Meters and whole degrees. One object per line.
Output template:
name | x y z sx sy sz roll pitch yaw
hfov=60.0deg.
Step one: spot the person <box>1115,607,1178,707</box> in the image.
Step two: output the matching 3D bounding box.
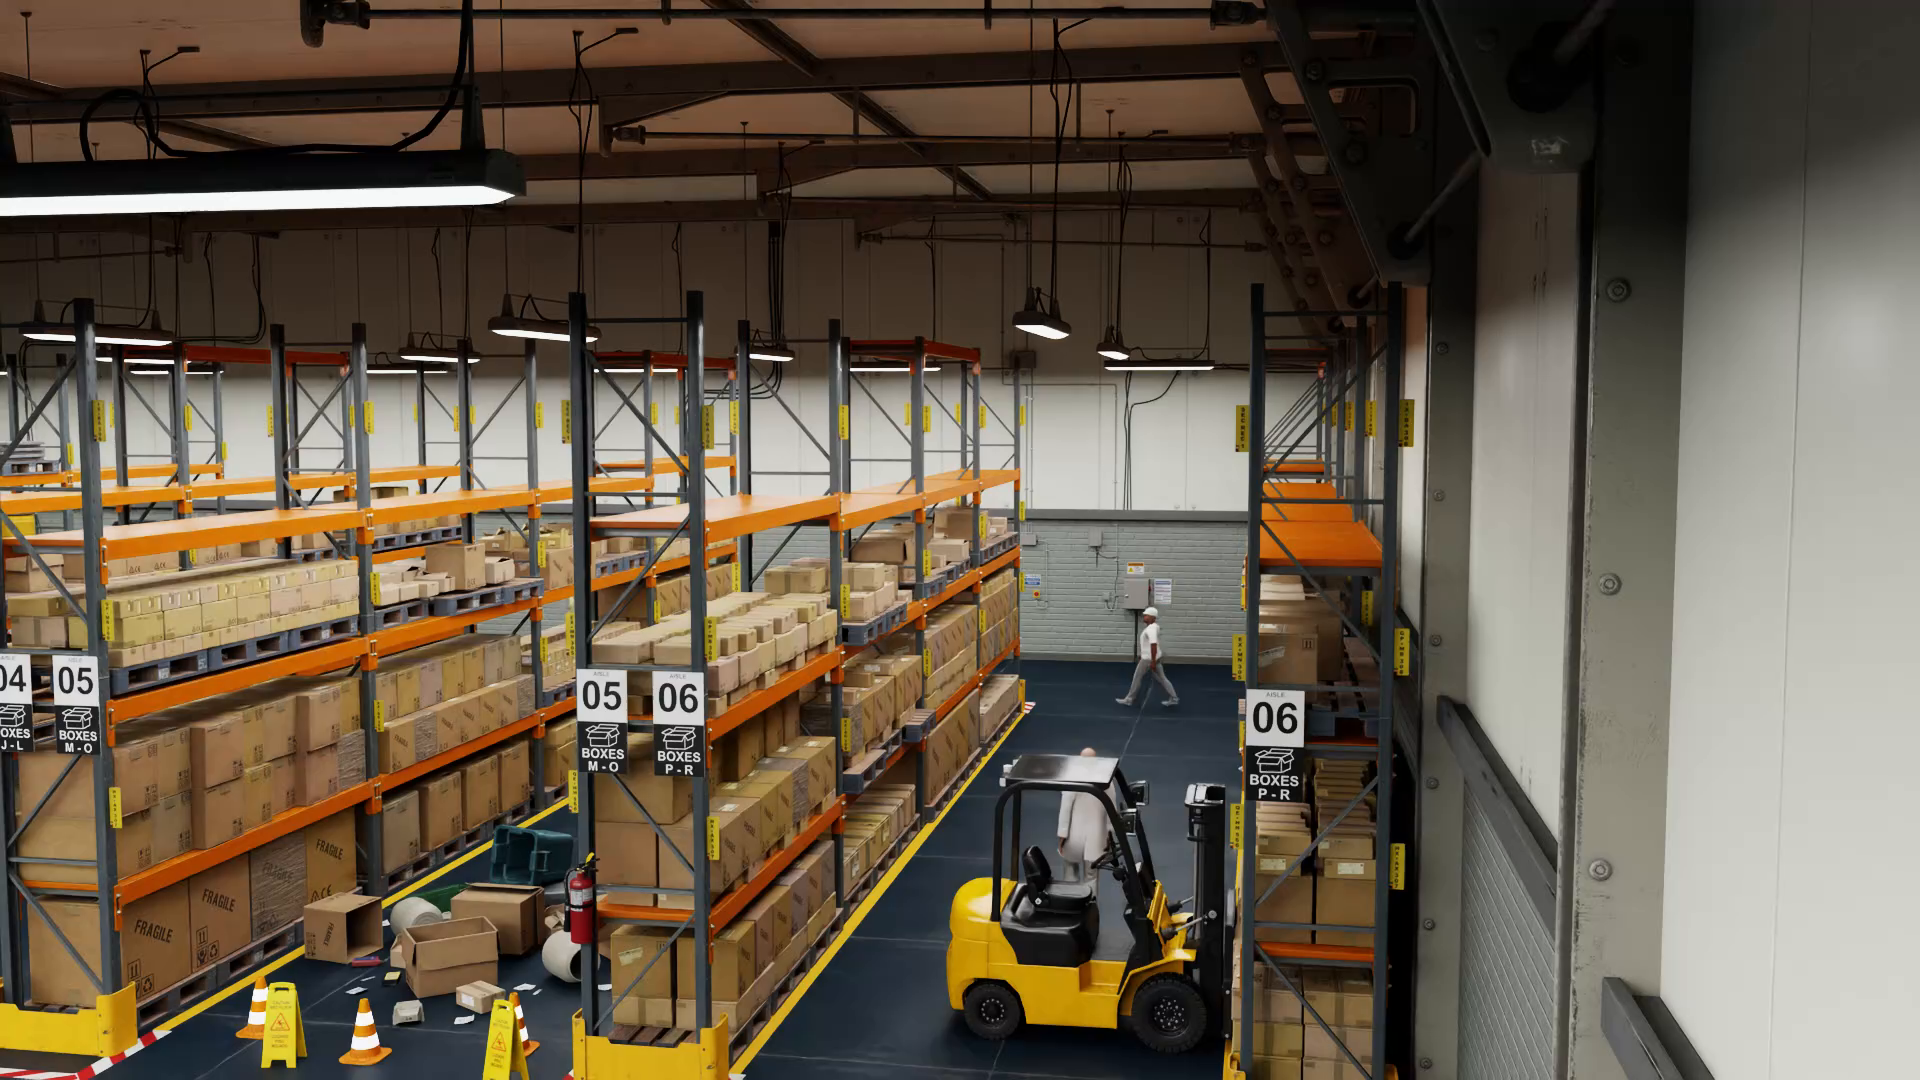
person | 3.217 2.012 28.521 1.078 1.718 0.535 2 5 26
